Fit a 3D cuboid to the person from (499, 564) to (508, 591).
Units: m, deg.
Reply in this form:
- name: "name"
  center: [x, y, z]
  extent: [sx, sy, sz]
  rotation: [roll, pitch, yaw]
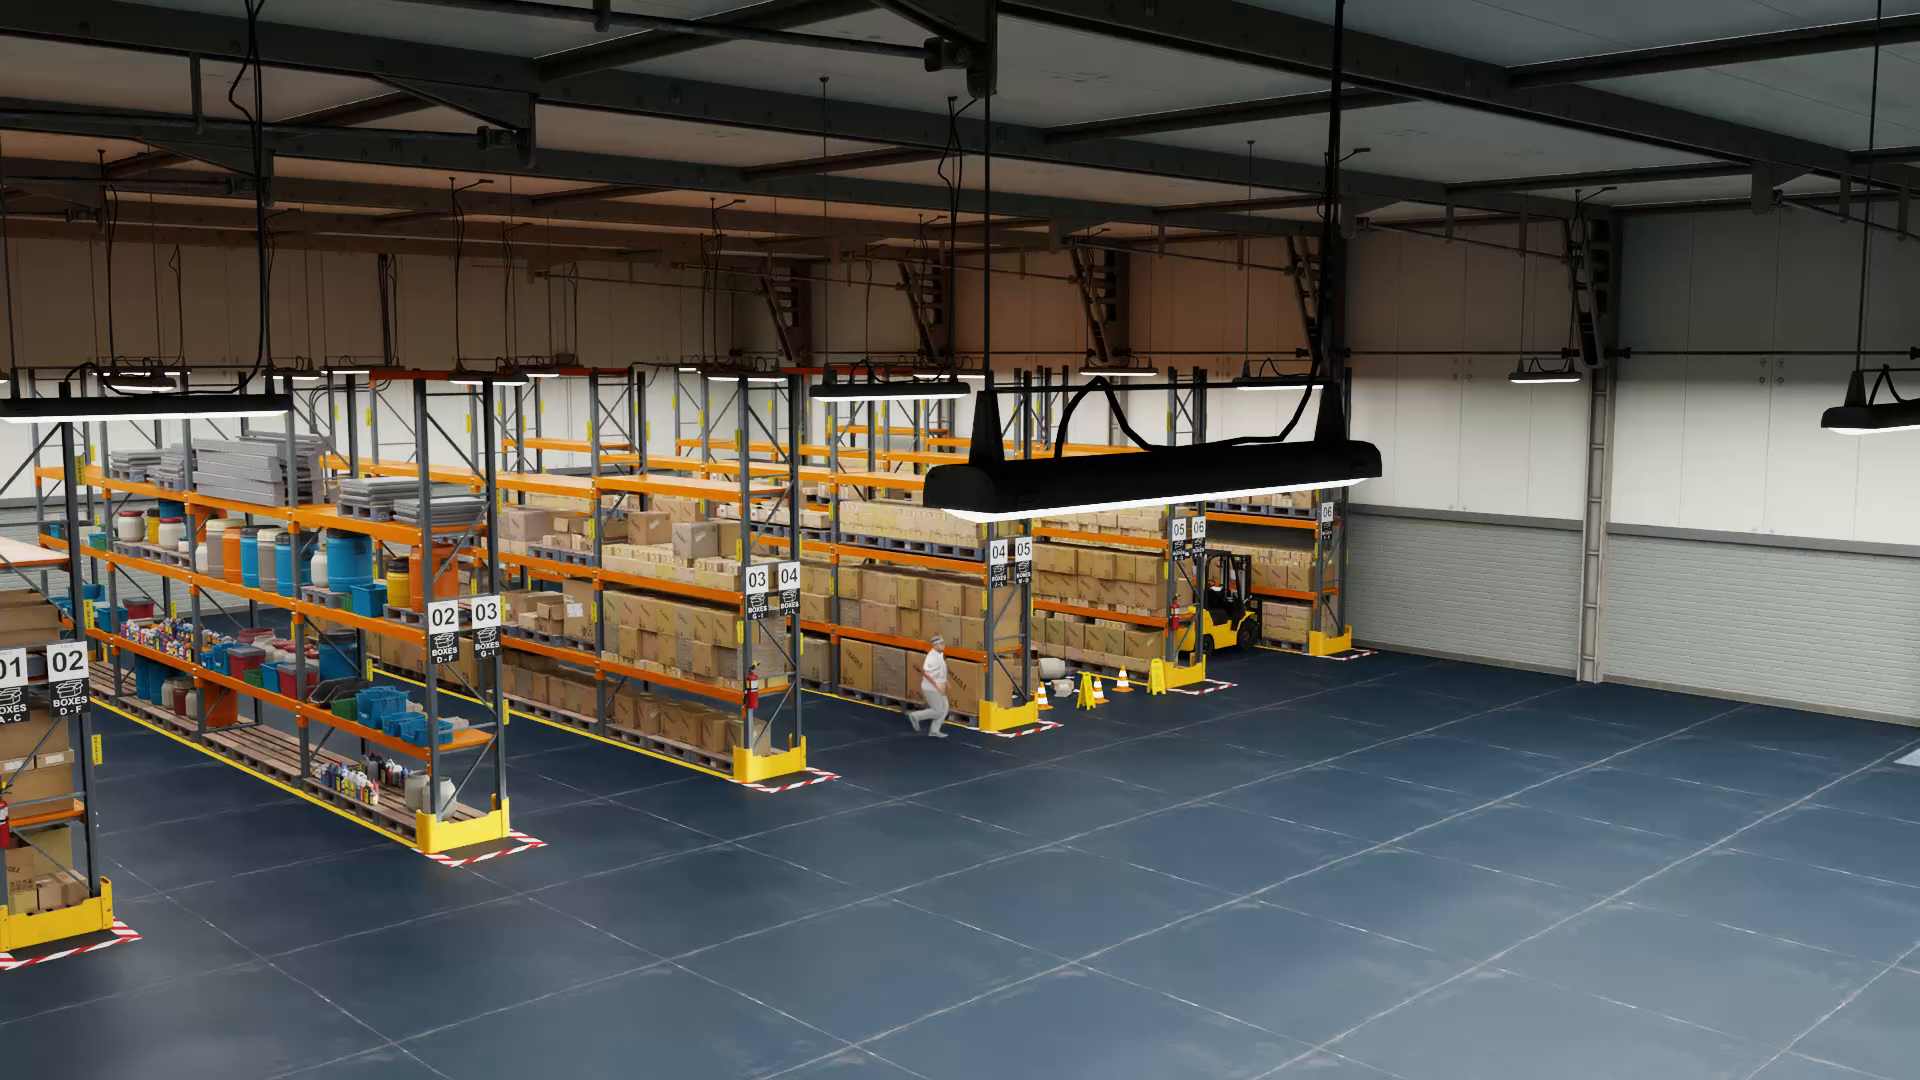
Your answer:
- name: "person"
  center: [-10.564, 1.313, 37.606]
  extent: [0.929, 1.582, 0.709]
  rotation: [4, 8, 35]

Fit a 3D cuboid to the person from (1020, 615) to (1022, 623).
- name: "person"
  center: [1.345, 1.294, 37.651]
  extent: [0.590, 1.647, 0.620]
  rotation: [-4, 7, -31]

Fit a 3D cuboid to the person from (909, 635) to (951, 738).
- name: "person"
  center: [-0.497, 2.400, 27.334]
  extent: [0.646, 1.725, 0.649]
  rotation: [2, 7, 13]
